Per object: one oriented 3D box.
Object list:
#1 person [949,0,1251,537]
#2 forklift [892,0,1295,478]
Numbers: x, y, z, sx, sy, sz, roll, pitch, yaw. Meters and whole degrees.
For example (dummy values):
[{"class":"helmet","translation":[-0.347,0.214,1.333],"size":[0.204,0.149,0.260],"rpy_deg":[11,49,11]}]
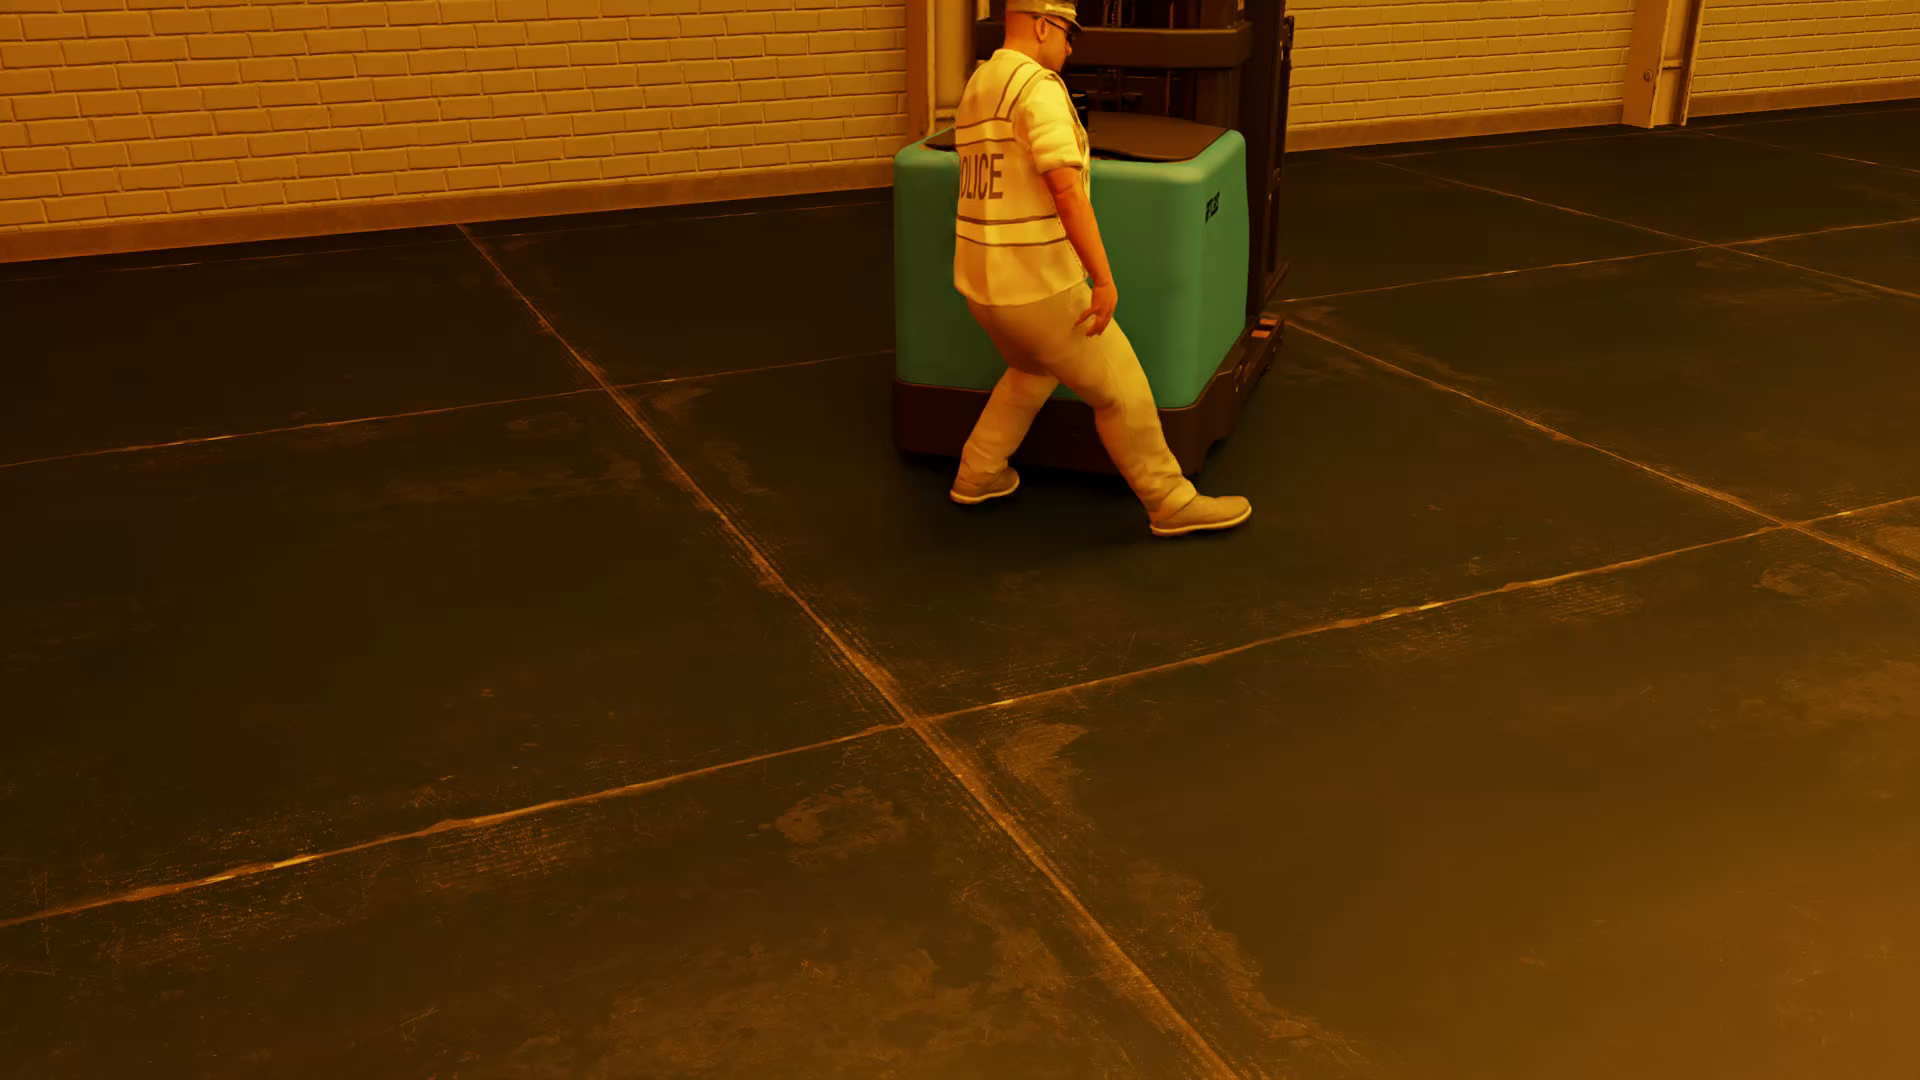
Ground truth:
[{"class":"person","translation":[0.402,-0.828,4.997],"size":[0.868,1.638,0.782],"rpy_deg":[-9,24,-21]},{"class":"forklift","translation":[0.721,-2.083,6.301],"size":[1.130,2.935,3.031],"rpy_deg":[7,24,17]}]
